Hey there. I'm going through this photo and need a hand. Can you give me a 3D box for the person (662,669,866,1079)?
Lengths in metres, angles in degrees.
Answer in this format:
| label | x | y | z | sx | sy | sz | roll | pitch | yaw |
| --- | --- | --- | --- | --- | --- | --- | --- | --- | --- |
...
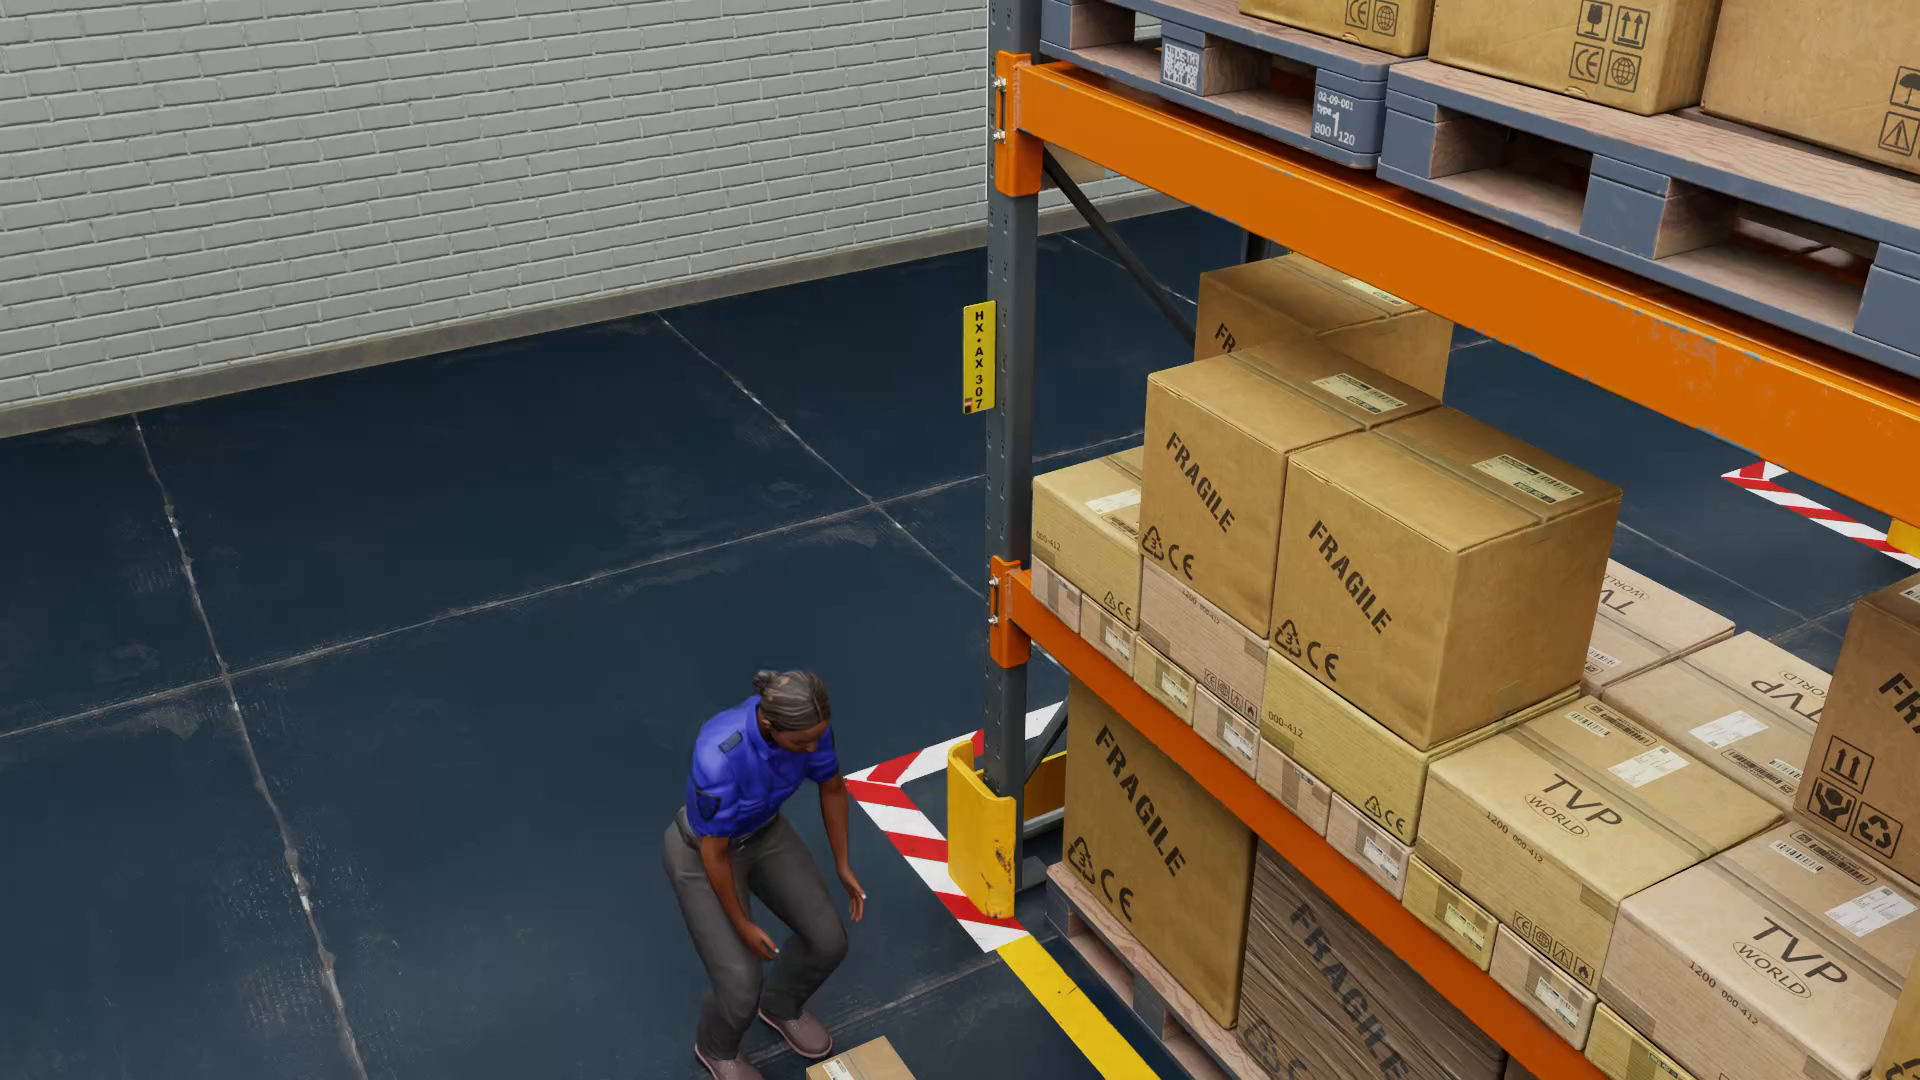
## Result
| label | x | y | z | sx | sy | sz | roll | pitch | yaw |
| --- | --- | --- | --- | --- | --- | --- | --- | --- | --- |
| person | -0.548 | 0.921 | 4.694 | 0.489 | 1.465 | 0.556 | -25 | 38 | -37 |
